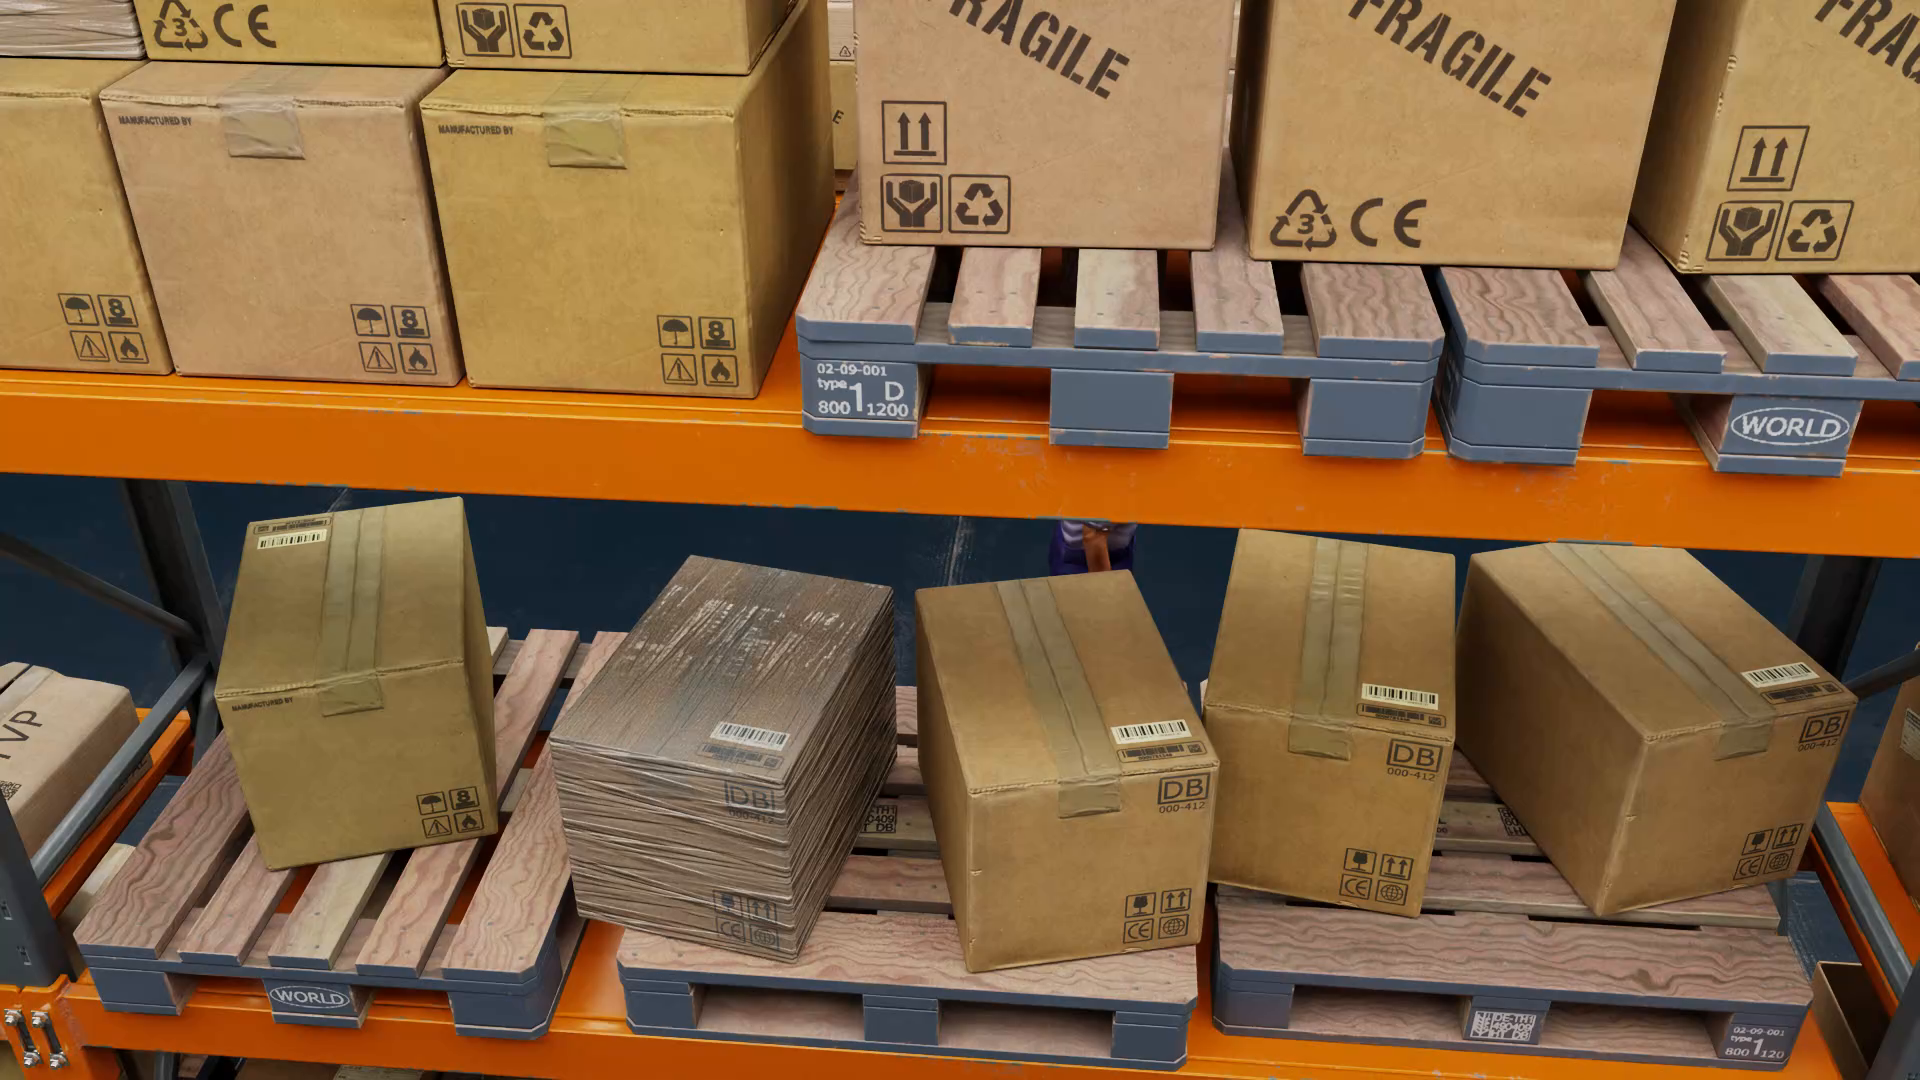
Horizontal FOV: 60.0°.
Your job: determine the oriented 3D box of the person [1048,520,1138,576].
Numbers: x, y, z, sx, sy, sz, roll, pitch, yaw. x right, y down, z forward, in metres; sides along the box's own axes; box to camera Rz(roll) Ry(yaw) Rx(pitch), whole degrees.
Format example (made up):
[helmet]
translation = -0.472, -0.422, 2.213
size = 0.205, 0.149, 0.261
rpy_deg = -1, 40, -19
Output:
[person]
translation = 0.530, 0.115, 5.962
size = 0.425, 1.651, 0.557
rpy_deg = 1, 32, 1
